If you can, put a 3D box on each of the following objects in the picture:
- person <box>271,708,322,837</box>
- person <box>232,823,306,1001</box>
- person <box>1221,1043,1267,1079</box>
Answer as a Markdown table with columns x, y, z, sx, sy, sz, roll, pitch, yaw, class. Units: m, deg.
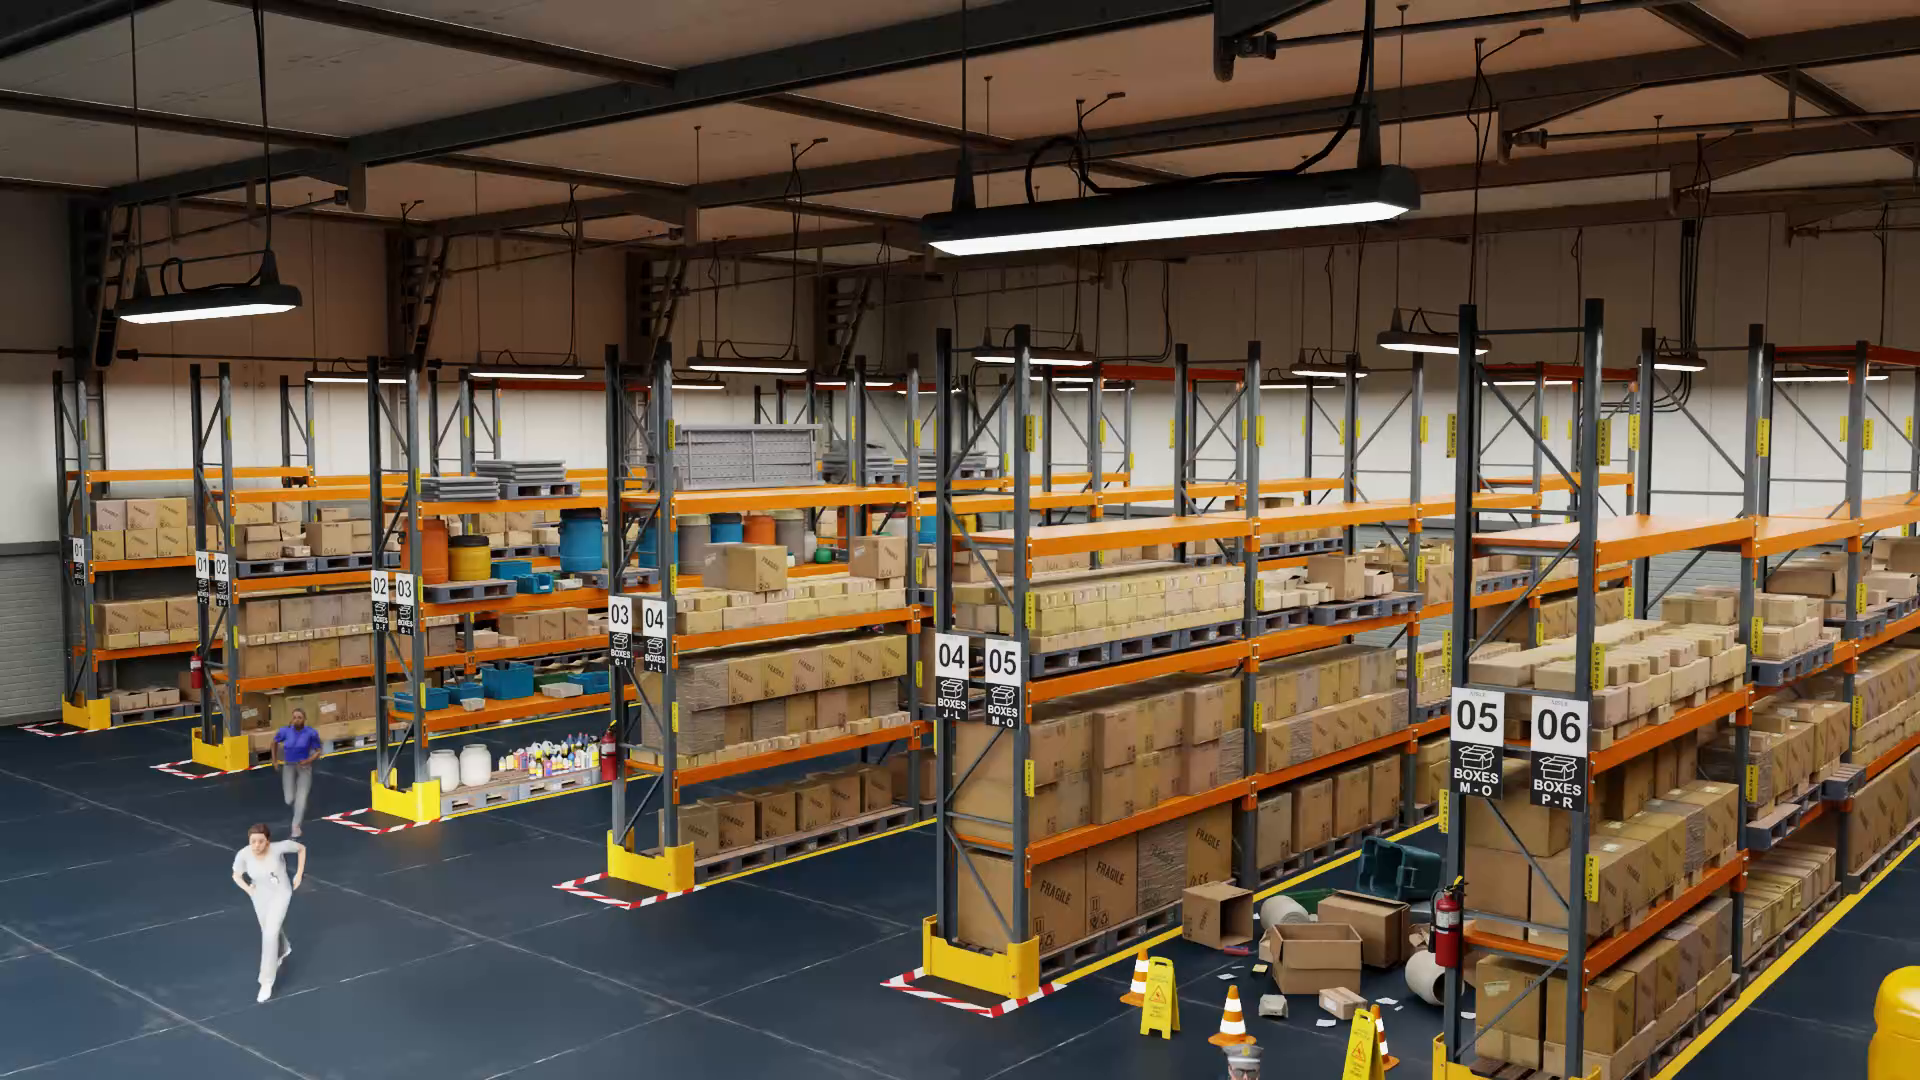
| x | y | z | sx | sy | sz | roll | pitch | yaw | class |
| --- | --- | --- | --- | --- | --- | --- | --- | --- | --- |
| -8.270 | 2.888 | 20.730 | 0.614 | 1.607 | 0.651 | -1 | 4 | -13 | person |
| -6.267 | 3.305 | 15.185 | 0.606 | 1.620 | 0.952 | -1 | 4 | -10 | person |
| 1.583 | 3.630 | 9.357 | 0.646 | 1.749 | 0.825 | 1 | 4 | 7 | person |
